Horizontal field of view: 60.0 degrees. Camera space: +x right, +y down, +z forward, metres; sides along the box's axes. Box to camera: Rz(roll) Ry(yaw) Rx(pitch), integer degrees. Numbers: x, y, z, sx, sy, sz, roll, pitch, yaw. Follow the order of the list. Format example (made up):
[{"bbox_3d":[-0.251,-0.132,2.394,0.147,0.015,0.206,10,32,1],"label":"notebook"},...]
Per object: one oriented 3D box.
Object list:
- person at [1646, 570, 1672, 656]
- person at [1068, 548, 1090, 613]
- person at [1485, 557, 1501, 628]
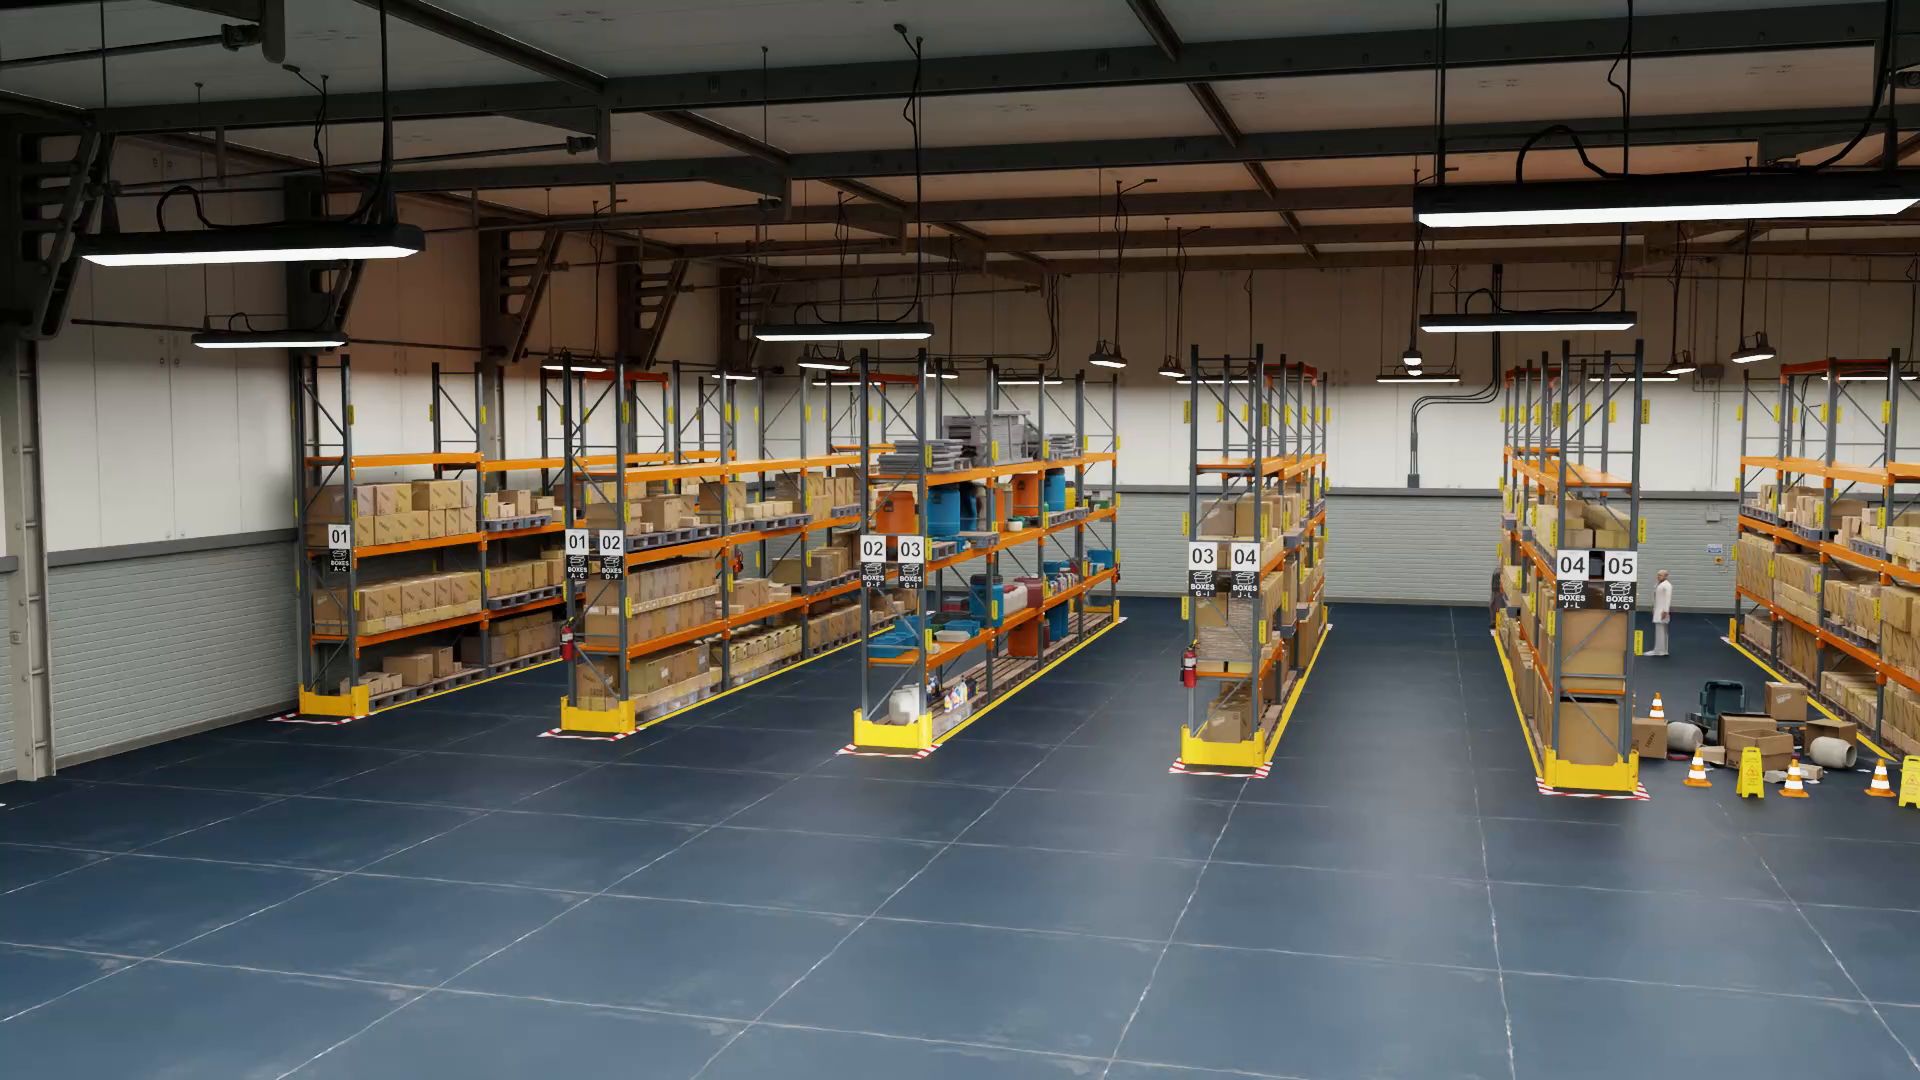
[{"bbox_3d":[14.637,1.511,34.806,0.469,1.784,0.631,2,5,22],"label":"person"},{"bbox_3d":[2.972,1.012,42.267,0.518,1.639,1.035,2,5,27],"label":"person"},{"bbox_3d":[12.662,1.225,38.871,0.717,1.698,0.544,0,4,-1],"label":"person"}]
